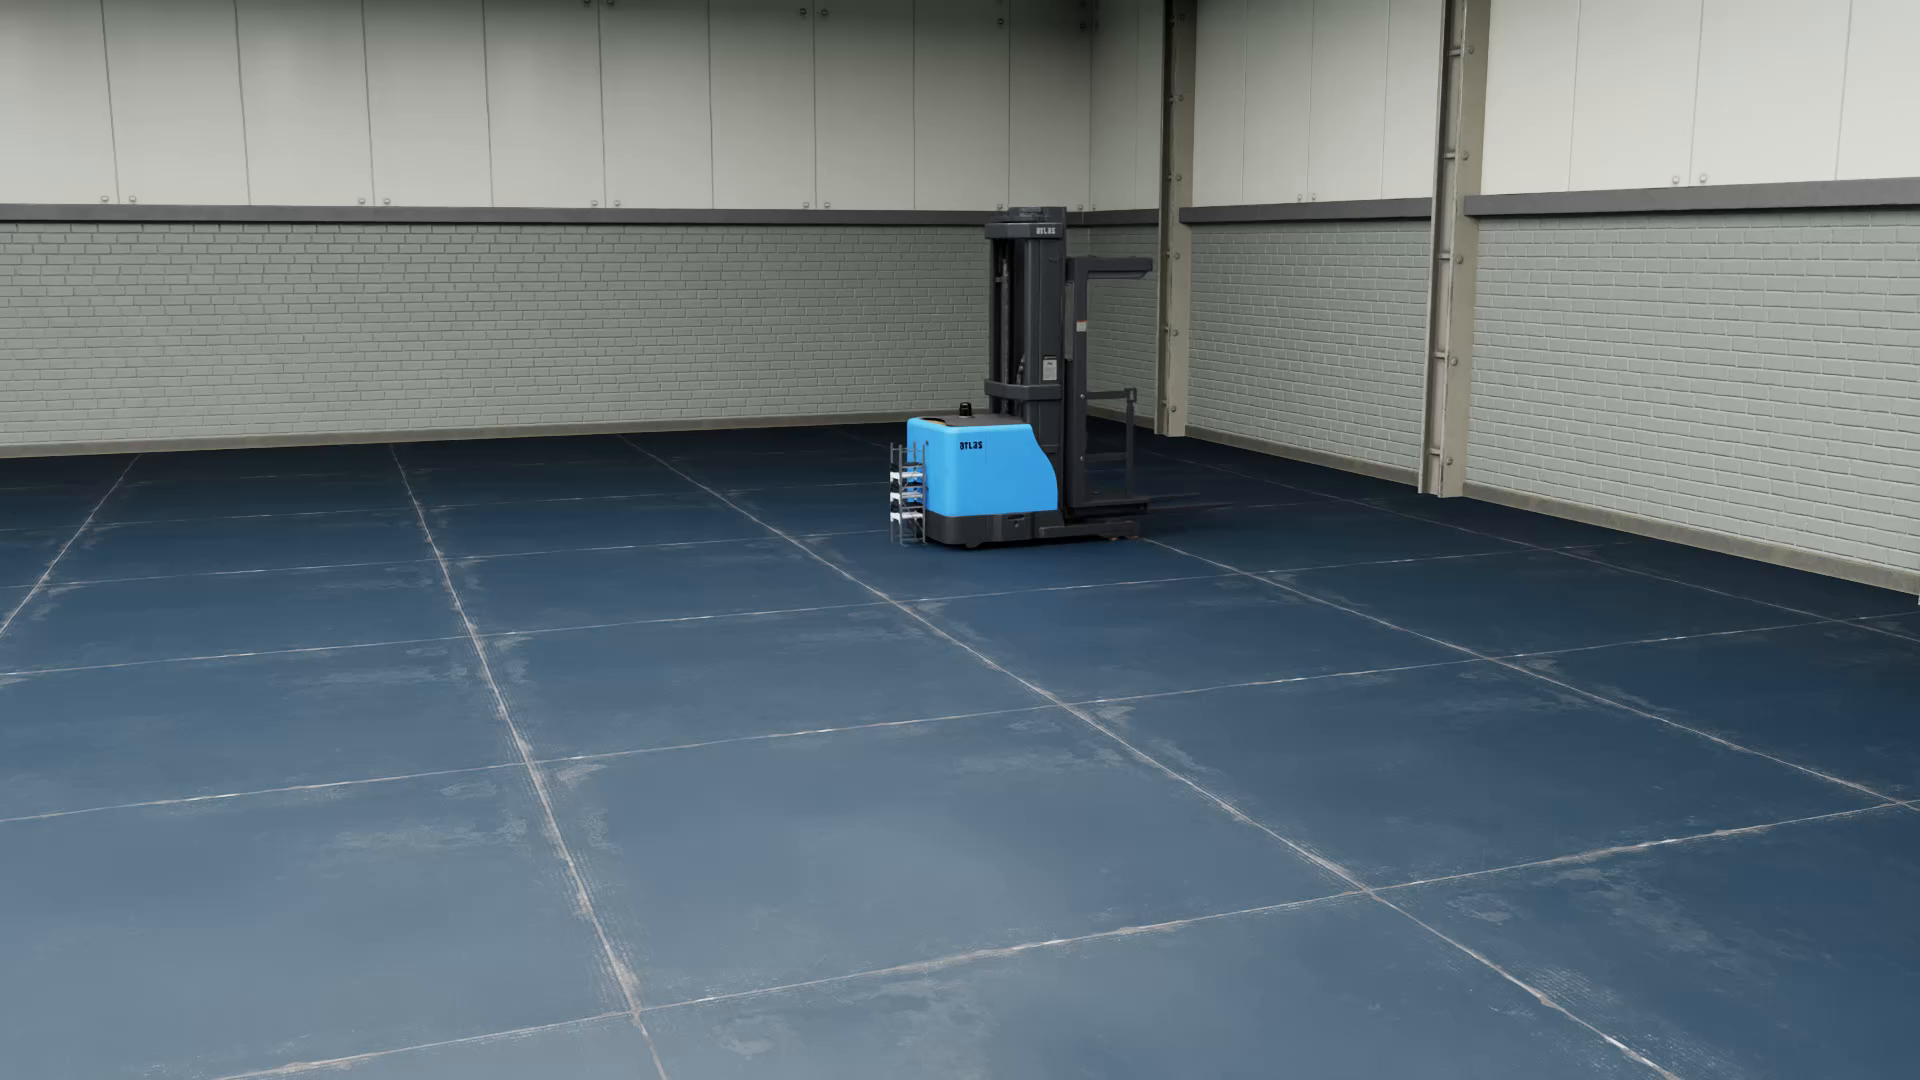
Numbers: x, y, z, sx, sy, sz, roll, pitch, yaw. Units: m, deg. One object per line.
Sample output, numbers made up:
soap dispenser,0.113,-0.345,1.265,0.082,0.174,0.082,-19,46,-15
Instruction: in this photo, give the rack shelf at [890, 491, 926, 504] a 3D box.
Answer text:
rack shelf,-0.457,-0.373,14.640,0.258,0.077,0.200,-5,11,-24

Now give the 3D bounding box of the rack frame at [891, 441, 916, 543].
rack frame,-0.499,-0.422,14.725,0.240,0.900,0.006,-5,11,-24

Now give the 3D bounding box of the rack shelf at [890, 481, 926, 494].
rack shelf,-0.457,-0.462,14.624,0.258,0.077,0.200,-5,11,-24

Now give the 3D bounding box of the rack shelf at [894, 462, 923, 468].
rack shelf,-0.457,-0.659,14.589,0.221,0.026,0.190,-5,11,-24

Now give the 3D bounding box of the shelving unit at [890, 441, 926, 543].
shelving unit,-0.458,-0.406,14.636,0.258,0.900,0.205,-5,11,-24

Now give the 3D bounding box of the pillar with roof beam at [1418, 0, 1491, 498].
pillar with roof beam,1.093,-4.642,15.321,9.100,9.000,0.400,-4,11,-21

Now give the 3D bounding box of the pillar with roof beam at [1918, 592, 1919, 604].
pillar with roof beam,3.267,-3.663,9.816,9.100,9.000,0.400,-4,11,-21

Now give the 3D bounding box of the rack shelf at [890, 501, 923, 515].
rack shelf,-0.457,-0.285,14.655,0.258,0.077,0.200,-5,11,-24

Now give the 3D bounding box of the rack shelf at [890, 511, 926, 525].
rack shelf,-0.457,-0.196,14.671,0.258,0.077,0.200,-5,11,-24

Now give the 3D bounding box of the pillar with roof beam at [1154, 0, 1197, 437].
pillar with roof beam,-1.081,-5.621,20.827,9.100,9.000,0.400,-4,11,-21

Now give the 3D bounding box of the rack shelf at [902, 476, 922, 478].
rack shelf,-0.457,-0.565,14.605,0.199,0.015,0.184,-5,11,-24

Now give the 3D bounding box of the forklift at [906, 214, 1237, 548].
forklift,1.076,-1.486,15.085,3.031,2.867,1.129,-4,11,-23
